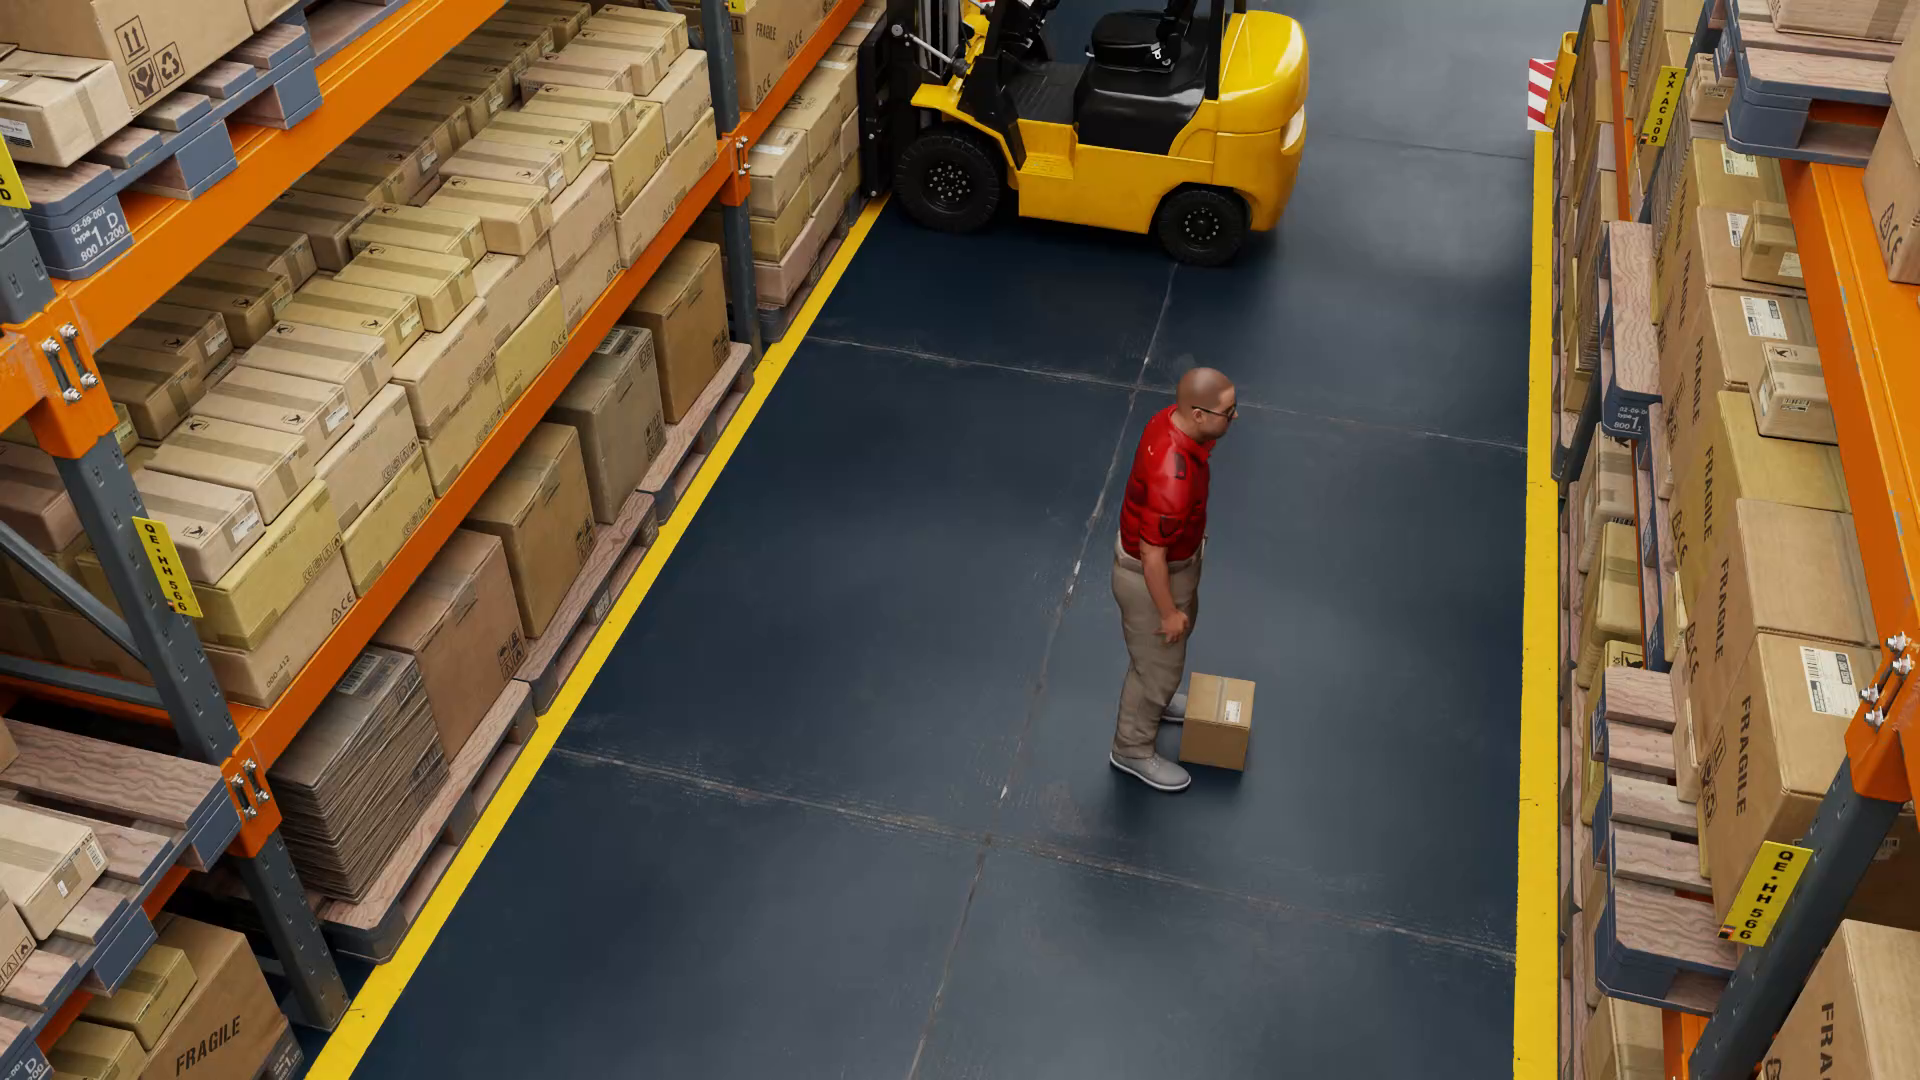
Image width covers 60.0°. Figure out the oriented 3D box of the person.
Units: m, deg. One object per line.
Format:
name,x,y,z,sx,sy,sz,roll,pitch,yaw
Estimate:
person,0.755,0.107,6.043,0.384,1.728,0.603,8,41,10
